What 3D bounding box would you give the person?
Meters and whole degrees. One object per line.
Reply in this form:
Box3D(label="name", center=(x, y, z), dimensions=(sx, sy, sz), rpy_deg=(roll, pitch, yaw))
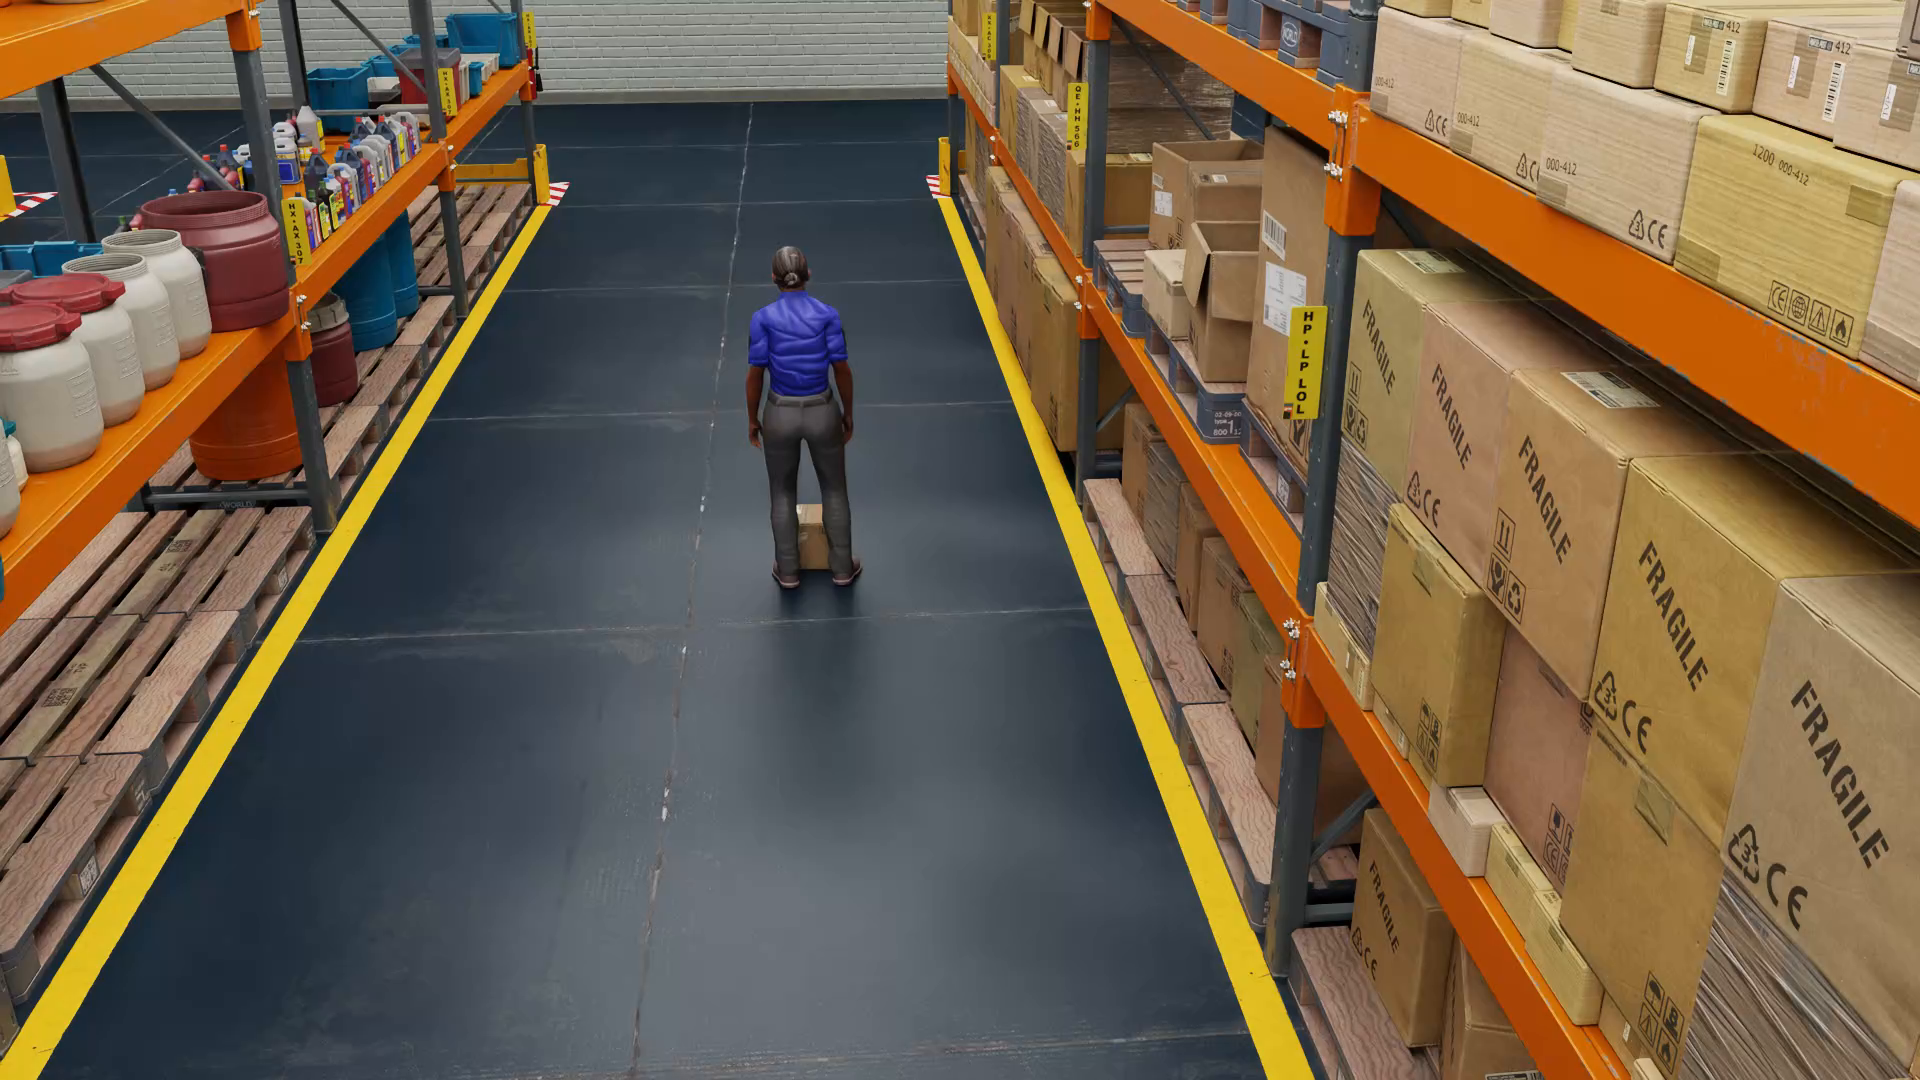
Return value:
Box3D(label="person", center=(-0.753, -0.597, 7.869), dimensions=(0.503, 1.585, 0.349), rpy_deg=(-3, 24, -7))
